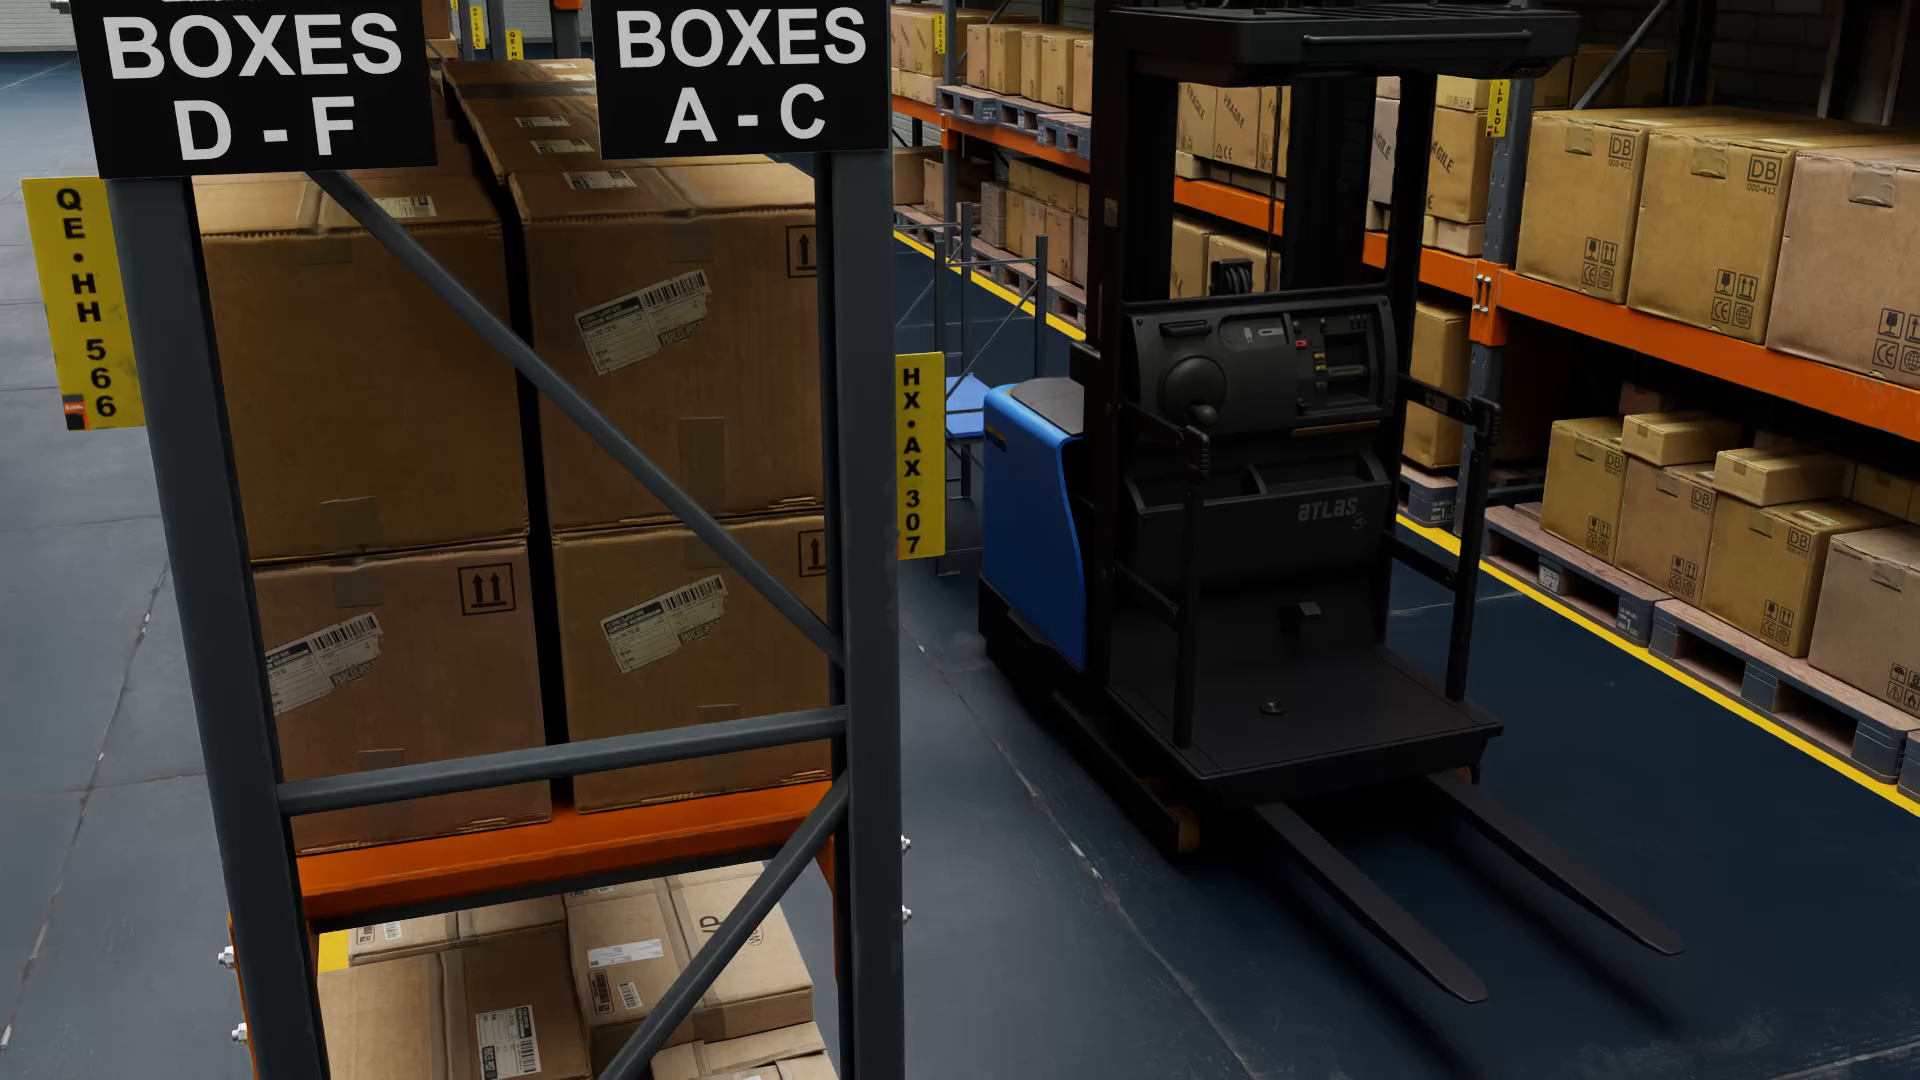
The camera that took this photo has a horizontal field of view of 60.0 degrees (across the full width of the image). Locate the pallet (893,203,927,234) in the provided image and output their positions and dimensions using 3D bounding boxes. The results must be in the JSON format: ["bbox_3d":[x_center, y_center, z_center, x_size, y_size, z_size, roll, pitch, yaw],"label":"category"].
[{"bbox_3d":[-0.289,-3.330,16.875,1.003,0.211,1.213,-6,21,-17],"label":"pallet"}]

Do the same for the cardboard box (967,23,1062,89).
[{"bbox_3d":[0.471,-4.125,14.166,0.700,0.500,0.500,-6,21,-17],"label":"cardboard box"}]

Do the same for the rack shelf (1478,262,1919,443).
[{"bbox_3d":[3.486,-0.491,5.909,1.077,0.370,4.000,-6,21,-17],"label":"rack shelf"}]

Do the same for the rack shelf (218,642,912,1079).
[{"bbox_3d":[-1.215,0.037,4.441,1.077,0.370,4.000,-6,21,-17],"label":"rack shelf"}]

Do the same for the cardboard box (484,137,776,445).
[{"bbox_3d":[-0.647,-0.515,3.286,0.500,0.500,0.500,-6,21,-17],"label":"cardboard box"}]

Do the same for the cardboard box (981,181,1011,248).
[{"bbox_3d":[0.590,-2.835,14.418,0.700,0.500,0.500,-6,21,-15],"label":"cardboard box"}]

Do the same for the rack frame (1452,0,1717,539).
[{"bbox_3d":[2.857,-1.471,7.575,1.000,3.000,0.127,-6,21,-17],"label":"rack frame"}]

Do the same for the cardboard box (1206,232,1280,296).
[{"bbox_3d":[1.976,-1.409,9.961,0.750,0.750,0.750,-6,21,-17],"label":"cardboard box"}]

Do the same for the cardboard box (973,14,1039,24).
[{"bbox_3d":[0.394,-4.503,15.099,0.500,0.500,0.500,-7,21,-18],"label":"cardboard box"}]

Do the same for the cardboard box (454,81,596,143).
[{"bbox_3d":[-1.117,-1.001,4.638,0.500,0.500,0.500,-6,21,-17],"label":"cardboard box"}]

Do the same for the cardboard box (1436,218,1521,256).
[{"bbox_3d":[2.482,-1.441,7.832,0.380,0.149,0.250,-6,21,-17],"label":"cardboard box"}]

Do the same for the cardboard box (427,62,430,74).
[{"bbox_3d":[-1.963,-1.280,5.416,0.500,0.500,0.500,-6,21,-16],"label":"cardboard box"}]

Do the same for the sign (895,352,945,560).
[{"bbox_3d":[-0.072,-0.125,2.547,0.100,0.325,0.005,-6,21,-17],"label":"sign"}]

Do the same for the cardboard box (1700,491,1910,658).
[{"bbox_3d":[3.309,0.085,6.319,0.700,0.500,0.500,-6,21,-16],"label":"cardboard box"}]

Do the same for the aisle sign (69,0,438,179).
[{"bbox_3d":[-0.856,-0.829,1.941,0.394,0.787,0.004,-6,21,-17],"label":"aisle sign"}]

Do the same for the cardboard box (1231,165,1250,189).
[{"bbox_3d":[1.844,-2.190,9.917,0.380,0.149,0.250,-6,21,-16],"label":"cardboard box"}]

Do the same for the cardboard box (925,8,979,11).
[{"bbox_3d":[-0.091,-4.995,16.470,0.500,0.500,0.500,-6,21,-16],"label":"cardboard box"}]

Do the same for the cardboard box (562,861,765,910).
[{"bbox_3d":[-0.803,0.902,4.386,0.500,0.250,0.500,-6,21,-17],"label":"cardboard box"}]

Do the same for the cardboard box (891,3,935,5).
[{"bbox_3d":[-0.564,-5.485,17.833,0.500,0.500,0.500,-7,21,-18],"label":"cardboard box"}]

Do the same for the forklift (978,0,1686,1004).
[{"bbox_3d":[1.052,-0.551,5.115,1.130,2.935,3.031,-7,21,-19],"label":"forklift"}]

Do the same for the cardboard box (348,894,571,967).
[{"bbox_3d":[-1.262,0.971,4.193,0.500,0.250,0.500,-6,21,-17],"label":"cardboard box"}]

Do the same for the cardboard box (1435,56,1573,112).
[{"bbox_3d":[2.468,-2.143,7.719,0.500,0.250,0.500,-6,21,-16],"label":"cardboard box"}]

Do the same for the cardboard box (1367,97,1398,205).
[{"bbox_3d":[2.303,-1.952,8.295,0.500,0.500,0.500,-6,21,-17],"label":"cardboard box"}]

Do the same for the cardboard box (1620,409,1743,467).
[{"bbox_3d":[2.930,-0.417,6.758,0.380,0.149,0.250,-6,21,-15],"label":"cardboard box"}]

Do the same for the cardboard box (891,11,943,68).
[{"bbox_3d":[-0.410,-4.771,15.846,0.500,0.500,0.500,-7,21,-19],"label":"cardboard box"}]

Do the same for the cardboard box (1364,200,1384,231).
[{"bbox_3d":[2.203,-1.686,8.514,0.380,0.149,0.250,-6,21,-17],"label":"cardboard box"}]

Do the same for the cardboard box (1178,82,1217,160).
[{"bbox_3d":[1.666,-2.599,10.098,0.500,0.500,0.500,-6,21,-15],"label":"cardboard box"}]

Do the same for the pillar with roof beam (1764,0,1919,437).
[{"bbox_3d":[-0.188,-3.704,4.918,9.100,9.000,0.400,-6,21,-17],"label":"pillar with roof beam"}]

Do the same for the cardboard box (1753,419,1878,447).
[{"bbox_3d":[3.389,-0.361,6.601,0.380,0.149,0.250,-7,21,-19],"label":"cardboard box"}]

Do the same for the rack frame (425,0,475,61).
[{"bbox_3d":[-4.358,-3.511,13.254,1.000,3.000,0.127,-6,21,-17],"label":"rack frame"}]

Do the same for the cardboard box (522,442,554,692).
[{"bbox_3d":[-0.643,-0.042,3.449,0.500,0.500,0.500,-7,21,-18],"label":"cardboard box"}]

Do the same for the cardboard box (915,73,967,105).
[{"bbox_3d":[-0.094,-4.097,15.078,0.500,0.250,0.500,-6,21,-17],"label":"cardboard box"}]

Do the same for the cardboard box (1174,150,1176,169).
[{"bbox_3d":[1.555,-2.434,10.597,0.380,0.149,0.250,-6,21,-16],"label":"cardboard box"}]

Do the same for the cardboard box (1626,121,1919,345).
[{"bbox_3d":[3.237,-1.202,6.381,0.980,0.700,0.700,-7,21,-19],"label":"cardboard box"}]

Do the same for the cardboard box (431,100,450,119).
[{"bbox_3d":[-1.476,-0.784,4.035,0.500,0.500,0.500,-6,21,-16],"label":"cardboard box"}]

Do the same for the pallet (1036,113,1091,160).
[{"bbox_3d":[1.275,-2.882,11.786,1.213,0.211,1.003,-6,21,-17],"label":"pallet"}]

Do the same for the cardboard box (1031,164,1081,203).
[{"bbox_3d":[0.899,-2.880,13.435,0.500,0.250,0.500,-7,21,-19],"label":"cardboard box"}]

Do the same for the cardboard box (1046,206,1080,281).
[{"bbox_3d":[1.090,-2.345,13.055,0.700,0.500,0.500,-7,21,-17],"label":"cardboard box"}]

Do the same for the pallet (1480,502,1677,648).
[{"bbox_3d":[3.022,0.094,7.344,1.003,0.211,1.213,-6,21,-17],"label":"pallet"}]

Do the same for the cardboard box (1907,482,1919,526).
[{"bbox_3d":[3.629,-0.116,5.918,0.380,0.149,0.250,-6,21,-17],"label":"cardboard box"}]

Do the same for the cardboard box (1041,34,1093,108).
[{"bbox_3d":[1.030,-3.556,12.581,0.700,0.500,0.500,-6,21,-17],"label":"cardboard box"}]

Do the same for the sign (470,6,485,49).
[{"bbox_3d":[-3.846,-4.079,13.240,0.100,0.325,0.005,-6,21,-17],"label":"sign"}]

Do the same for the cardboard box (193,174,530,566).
[{"bbox_3d":[-0.988,-0.291,2.663,0.500,0.500,0.500,-7,21,-18],"label":"cardboard box"}]

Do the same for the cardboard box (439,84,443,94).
[{"bbox_3d":[-2.690,-1.968,8.189,0.700,0.500,0.500,-3,20,-7],"label":"cardboard box"}]

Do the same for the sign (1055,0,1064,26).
[{"bbox_3d":[0.869,-4.643,14.694,0.100,0.325,0.005,-6,21,-17],"label":"sign"}]

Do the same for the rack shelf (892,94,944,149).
[{"bbox_3d":[-0.286,-4.342,16.631,1.077,0.370,4.000,-6,21,-17],"label":"rack shelf"}]

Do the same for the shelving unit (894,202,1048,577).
[{"bbox_3d":[-0.027,-0.733,7.739,0.538,1.500,1.048,-6,21,-17],"label":"shelving unit"}]

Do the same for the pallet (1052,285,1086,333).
[{"bbox_3d":[1.356,-1.693,12.318,1.003,0.211,1.213,-6,21,-17],"label":"pallet"}]

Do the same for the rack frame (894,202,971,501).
[{"bbox_3d":[-0.187,-0.896,8.193,0.500,1.500,0.032,-6,21,-17],"label":"rack frame"}]

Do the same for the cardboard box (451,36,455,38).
[{"bbox_3d":[-4.338,-4.050,13.649,0.380,0.149,0.250,-6,21,-16],"label":"cardboard box"}]
